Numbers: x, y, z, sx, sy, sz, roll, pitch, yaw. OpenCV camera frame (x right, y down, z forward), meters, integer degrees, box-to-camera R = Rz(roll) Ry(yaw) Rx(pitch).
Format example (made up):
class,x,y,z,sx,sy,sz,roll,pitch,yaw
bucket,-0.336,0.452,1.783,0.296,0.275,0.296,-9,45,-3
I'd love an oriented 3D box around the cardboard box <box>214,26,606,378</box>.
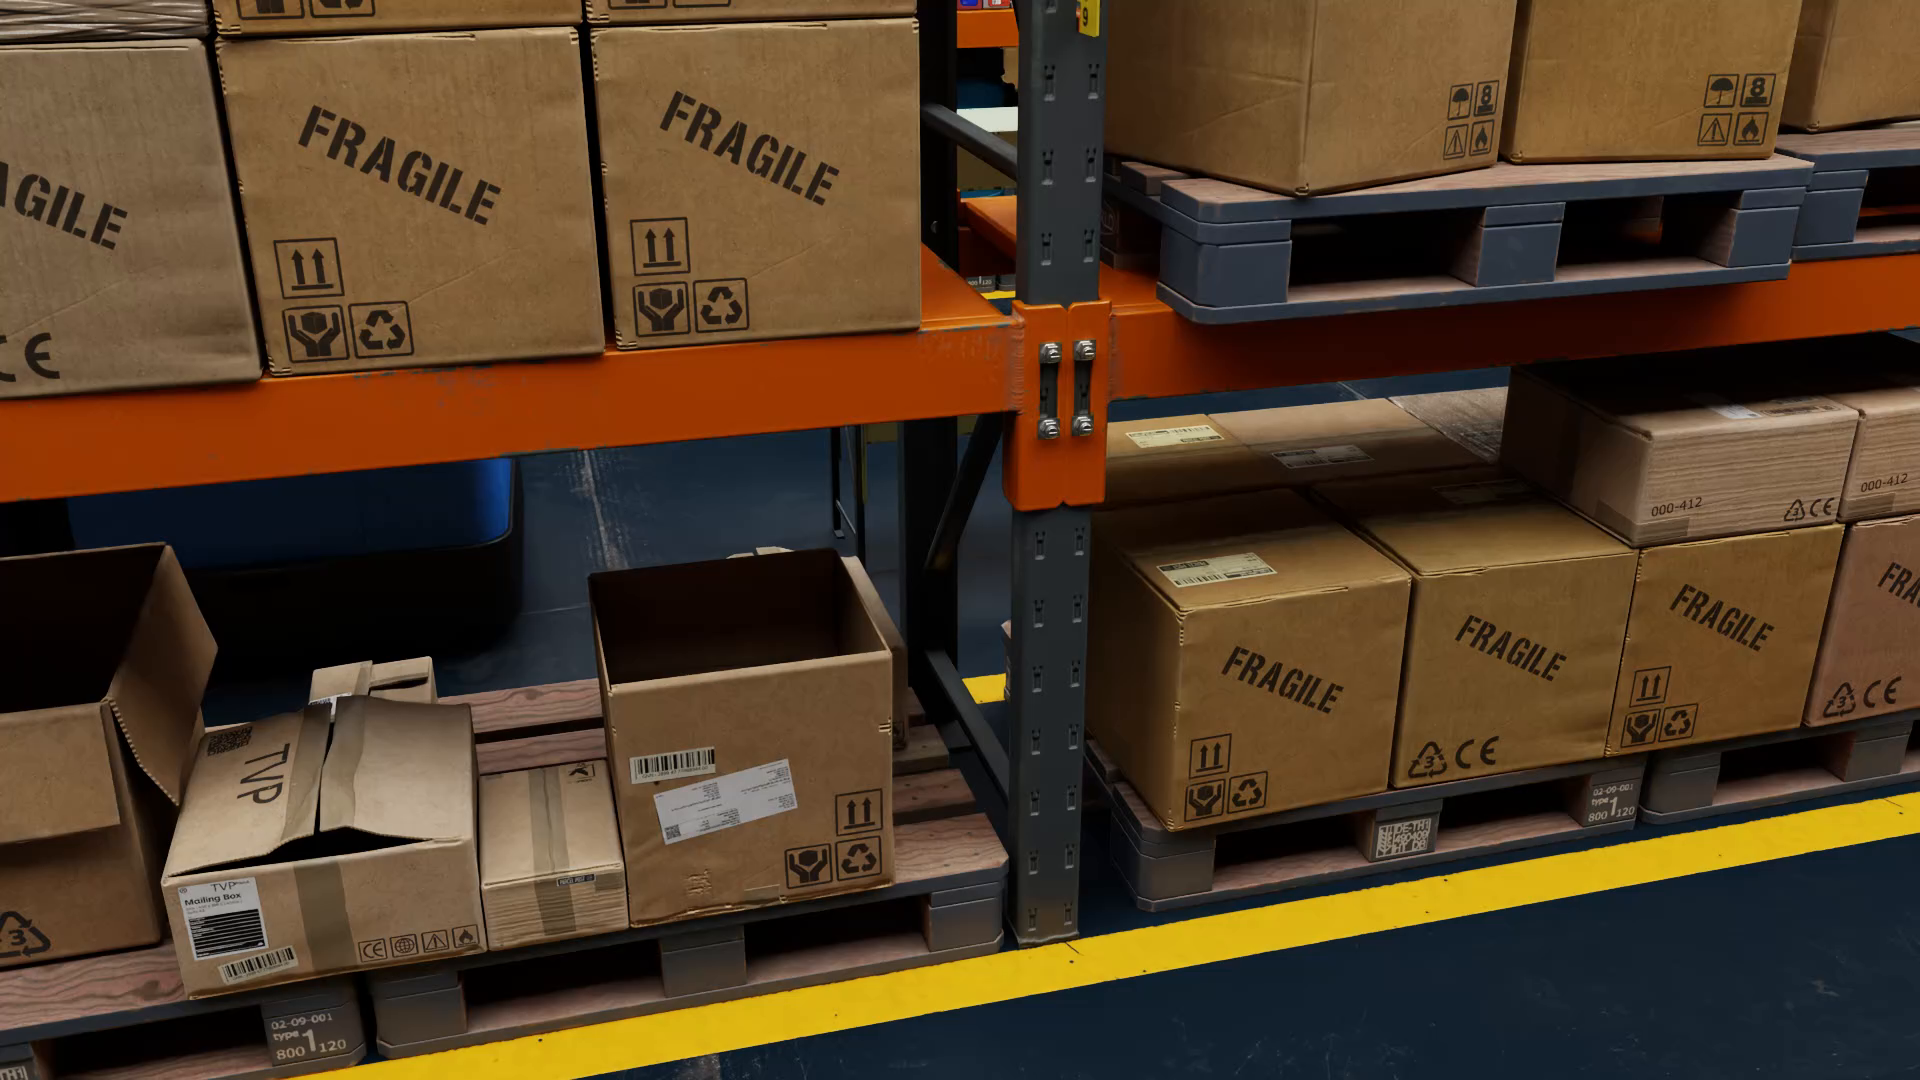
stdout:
class,x,y,z,sx,sy,sz,roll,pitch,yaw
cardboard box,-0.863,-0.593,2.701,0.500,0.500,0.500,-6,24,-13

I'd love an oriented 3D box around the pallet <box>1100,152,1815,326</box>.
class,x,y,z,sx,sy,sz,roll,pitch,yaw
pallet,0.844,-0.708,3.341,1.213,0.211,1.003,-6,24,-14

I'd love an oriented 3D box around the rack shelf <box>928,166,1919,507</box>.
class,x,y,z,sx,sy,sz,roll,pitch,yaw
rack shelf,1.971,-0.635,3.839,4.000,0.370,1.077,-6,24,-14

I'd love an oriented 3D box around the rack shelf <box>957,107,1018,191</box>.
class,x,y,z,sx,sy,sz,roll,pitch,yaw
rack shelf,0.006,-1.049,4.802,0.720,0.370,0.431,-6,24,-14

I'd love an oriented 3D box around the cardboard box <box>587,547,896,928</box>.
class,x,y,z,sx,sy,sz,roll,pitch,yaw
cardboard box,-0.427,0.362,3.215,0.500,0.500,0.500,-6,24,-14

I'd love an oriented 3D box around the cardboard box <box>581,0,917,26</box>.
class,x,y,z,sx,sy,sz,roll,pitch,yaw
cardboard box,-0.372,-1.106,2.629,0.500,0.500,0.500,-6,24,-14

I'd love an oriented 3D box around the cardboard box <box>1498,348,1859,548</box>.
class,x,y,z,sx,sy,sz,roll,pitch,yaw
cardboard box,1.539,-0.217,3.612,0.500,0.250,0.500,-6,24,-14

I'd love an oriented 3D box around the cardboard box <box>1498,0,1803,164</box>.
class,x,y,z,sx,sy,sz,roll,pitch,yaw
cardboard box,1.206,-1.055,3.245,0.500,0.500,0.700,-3,23,-6

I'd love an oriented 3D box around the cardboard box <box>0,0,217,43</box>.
class,x,y,z,sx,sy,sz,roll,pitch,yaw
cardboard box,-1.350,-0.997,2.375,0.500,0.500,0.500,-6,24,-14

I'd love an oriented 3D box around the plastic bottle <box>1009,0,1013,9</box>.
class,x,y,z,sx,sy,sz,roll,pitch,yaw
plastic bottle,0.270,-2.548,7.636,0.097,0.201,0.097,0,23,0

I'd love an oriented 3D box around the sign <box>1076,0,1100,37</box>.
class,x,y,z,sx,sy,sz,roll,pitch,yaw
sign,0.199,-0.946,2.552,0.005,0.325,0.100,-6,24,-14

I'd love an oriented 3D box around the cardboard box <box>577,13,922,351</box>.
class,x,y,z,sx,sy,sz,roll,pitch,yaw
cardboard box,-0.367,-0.648,2.830,0.500,0.500,0.500,-6,24,-13

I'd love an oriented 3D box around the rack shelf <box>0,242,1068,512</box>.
class,x,y,z,sx,sy,sz,roll,pitch,yaw
rack shelf,-1.881,-0.209,2.846,4.000,0.370,1.077,-6,24,-14

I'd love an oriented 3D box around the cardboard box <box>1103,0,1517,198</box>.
class,x,y,z,sx,sy,sz,roll,pitch,yaw
cardboard box,0.561,-0.958,3.018,0.500,0.500,0.700,-16,28,-32

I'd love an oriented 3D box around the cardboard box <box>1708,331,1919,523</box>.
class,x,y,z,sx,sy,sz,roll,pitch,yaw
cardboard box,2.022,-0.270,3.737,0.500,0.250,0.500,-7,24,-15

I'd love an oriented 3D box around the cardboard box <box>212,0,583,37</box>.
class,x,y,z,sx,sy,sz,roll,pitch,yaw
cardboard box,-0.865,-1.051,2.500,0.500,0.500,0.500,-7,24,-15

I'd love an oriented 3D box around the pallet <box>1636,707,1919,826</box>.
class,x,y,z,sx,sy,sz,roll,pitch,yaw
pallet,1.995,0.296,4.292,1.213,0.211,1.003,-6,24,-14

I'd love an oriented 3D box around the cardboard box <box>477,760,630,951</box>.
class,x,y,z,sx,sy,sz,roll,pitch,yaw
cardboard box,-0.772,0.586,3.138,0.250,0.149,0.380,-6,24,-14

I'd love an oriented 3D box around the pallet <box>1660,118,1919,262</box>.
class,x,y,z,sx,sy,sz,roll,pitch,yaw
pallet,2.025,-0.882,3.745,1.213,0.211,1.003,-6,24,-14

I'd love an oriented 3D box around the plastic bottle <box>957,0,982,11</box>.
class,x,y,z,sx,sy,sz,roll,pitch,yaw
plastic bottle,0.034,-2.552,7.542,0.133,0.283,0.061,-6,24,-14

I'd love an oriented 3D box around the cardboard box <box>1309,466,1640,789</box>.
class,x,y,z,sx,sy,sz,roll,pitch,yaw
cardboard box,1.087,0.173,3.654,0.500,0.500,0.500,-6,24,-14

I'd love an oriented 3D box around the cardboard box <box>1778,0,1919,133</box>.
class,x,y,z,sx,sy,sz,roll,pitch,yaw
cardboard box,1.729,-1.204,3.592,0.500,0.500,0.700,-13,26,-28

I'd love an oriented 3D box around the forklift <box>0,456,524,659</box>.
class,x,y,z,sx,sy,sz,roll,pitch,yaw
forklift,-2.791,-1.118,4.140,3.031,2.935,1.130,-5,24,-12

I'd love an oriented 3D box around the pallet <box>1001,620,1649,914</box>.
class,x,y,z,sx,sy,sz,roll,pitch,yaw
pallet,0.818,0.427,3.986,1.213,0.211,1.003,-6,24,-14

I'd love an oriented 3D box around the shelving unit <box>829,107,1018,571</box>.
class,x,y,z,sx,sy,sz,roll,pitch,yaw
shelving unit,0.006,-0.690,4.956,0.755,1.500,0.431,-6,24,-14

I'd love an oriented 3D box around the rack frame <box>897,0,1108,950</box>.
class,x,y,z,sx,sy,sz,roll,pitch,yaw
rack frame,0.045,-0.753,3.201,0.127,3.000,1.000,-6,24,-14

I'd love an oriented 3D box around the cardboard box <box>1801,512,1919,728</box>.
class,x,y,z,sx,sy,sz,roll,pitch,yaw
cardboard box,2.057,0.069,3.896,0.500,0.500,0.500,-7,24,-16

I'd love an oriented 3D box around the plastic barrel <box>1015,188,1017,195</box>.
class,x,y,z,sx,sy,sz,roll,pitch,yaw
plastic barrel,0.488,-1.837,8.349,0.421,0.512,0.421,0,23,0

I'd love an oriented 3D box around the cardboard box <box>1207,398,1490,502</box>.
class,x,y,z,sx,sy,sz,roll,pitch,yaw
cardboard box,0.921,-0.017,4.098,0.500,0.500,0.500,-6,24,-14

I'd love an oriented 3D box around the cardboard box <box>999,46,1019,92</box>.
class,x,y,z,sx,sy,sz,roll,pitch,yaw
cardboard box,0.554,-4.091,13.143,0.875,0.875,1.225,-7,24,-17

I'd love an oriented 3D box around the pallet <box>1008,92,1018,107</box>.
class,x,y,z,sx,sy,sz,roll,pitch,yaw
pallet,0.444,-3.604,13.381,1.213,0.211,1.003,-6,24,-14

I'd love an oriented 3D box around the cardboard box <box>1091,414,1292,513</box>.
class,x,y,z,sx,sy,sz,roll,pitch,yaw
cardboard box,0.443,0.032,3.983,0.500,0.500,0.500,-6,24,-15

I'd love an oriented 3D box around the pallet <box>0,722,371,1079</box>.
class,x,y,z,sx,sy,sz,roll,pitch,yaw
pallet,-1.793,0.733,3.275,1.213,0.211,1.003,-6,24,-14

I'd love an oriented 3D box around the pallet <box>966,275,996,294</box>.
class,x,y,z,sx,sy,sz,roll,pitch,yaw
pallet,-0.535,-1.419,8.289,1.213,0.211,1.003,-6,24,-14

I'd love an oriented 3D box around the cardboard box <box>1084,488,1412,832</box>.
class,x,y,z,sx,sy,sz,roll,pitch,yaw
cardboard box,0.576,0.234,3.512,0.500,0.500,0.500,-7,24,-17

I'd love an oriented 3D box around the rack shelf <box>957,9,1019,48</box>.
class,x,y,z,sx,sy,sz,roll,pitch,yaw
rack shelf,0.636,-2.516,8.223,4.000,0.370,1.077,-6,24,-14

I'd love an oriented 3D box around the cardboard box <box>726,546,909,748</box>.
class,x,y,z,sx,sy,sz,roll,pitch,yaw
cardboard box,-0.418,0.243,3.732,0.500,0.311,0.500,-6,24,-14

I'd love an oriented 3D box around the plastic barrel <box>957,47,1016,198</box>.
class,x,y,z,sx,sy,sz,roll,pitch,yaw
plastic barrel,-0.079,-1.990,8.211,0.708,0.901,0.600,-6,24,-14

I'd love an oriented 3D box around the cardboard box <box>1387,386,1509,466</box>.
class,x,y,z,sx,sy,sz,roll,pitch,yaw
cardboard box,1.404,-0.071,4.223,0.500,0.500,0.500,-6,24,-14

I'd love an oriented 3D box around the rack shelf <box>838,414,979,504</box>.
class,x,y,z,sx,sy,sz,roll,pitch,yaw
rack shelf,0.006,-0.390,5.084,0.720,0.370,0.431,-6,24,-14

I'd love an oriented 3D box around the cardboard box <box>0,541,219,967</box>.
class,x,y,z,sx,sy,sz,roll,pitch,yaw
cardboard box,-1.763,0.394,3.136,0.637,0.503,0.797,-6,24,-14

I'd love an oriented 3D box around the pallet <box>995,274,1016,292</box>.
class,x,y,z,sx,sy,sz,roll,pitch,yaw
pallet,0.641,-1.550,8.595,1.213,0.211,1.003,-6,24,-14

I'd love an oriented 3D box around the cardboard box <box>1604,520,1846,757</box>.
class,x,y,z,sx,sy,sz,roll,pitch,yaw
cardboard box,1.570,0.123,3.771,0.500,0.500,0.500,-6,24,-14

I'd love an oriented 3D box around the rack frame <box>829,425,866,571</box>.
class,x,y,z,sx,sy,sz,roll,pitch,yaw
rack frame,-0.346,-0.651,4.865,0.023,1.500,0.400,-6,24,-14

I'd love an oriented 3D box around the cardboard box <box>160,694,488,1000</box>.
class,x,y,z,sx,sy,sz,roll,pitch,yaw
cardboard box,-1.149,0.529,3.066,0.500,0.311,0.500,-6,24,-14

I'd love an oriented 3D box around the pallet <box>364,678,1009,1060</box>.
class,x,y,z,sx,sy,sz,roll,pitch,yaw
pallet,-0.617,0.601,3.581,1.213,0.211,1.003,-6,24,-14

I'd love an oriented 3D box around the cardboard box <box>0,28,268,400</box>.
class,x,y,z,sx,sy,sz,roll,pitch,yaw
cardboard box,-1.357,-0.537,2.571,0.500,0.500,0.500,-6,24,-13

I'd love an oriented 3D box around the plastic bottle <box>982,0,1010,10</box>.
class,x,y,z,sx,sy,sz,roll,pitch,yaw
plastic bottle,0.151,-2.580,7.617,0.135,0.276,0.152,-6,24,-14

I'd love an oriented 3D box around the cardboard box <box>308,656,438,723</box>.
class,x,y,z,sx,sy,sz,roll,pitch,yaw
cardboard box,-1.248,0.405,3.537,0.250,0.166,0.380,-6,24,-14
